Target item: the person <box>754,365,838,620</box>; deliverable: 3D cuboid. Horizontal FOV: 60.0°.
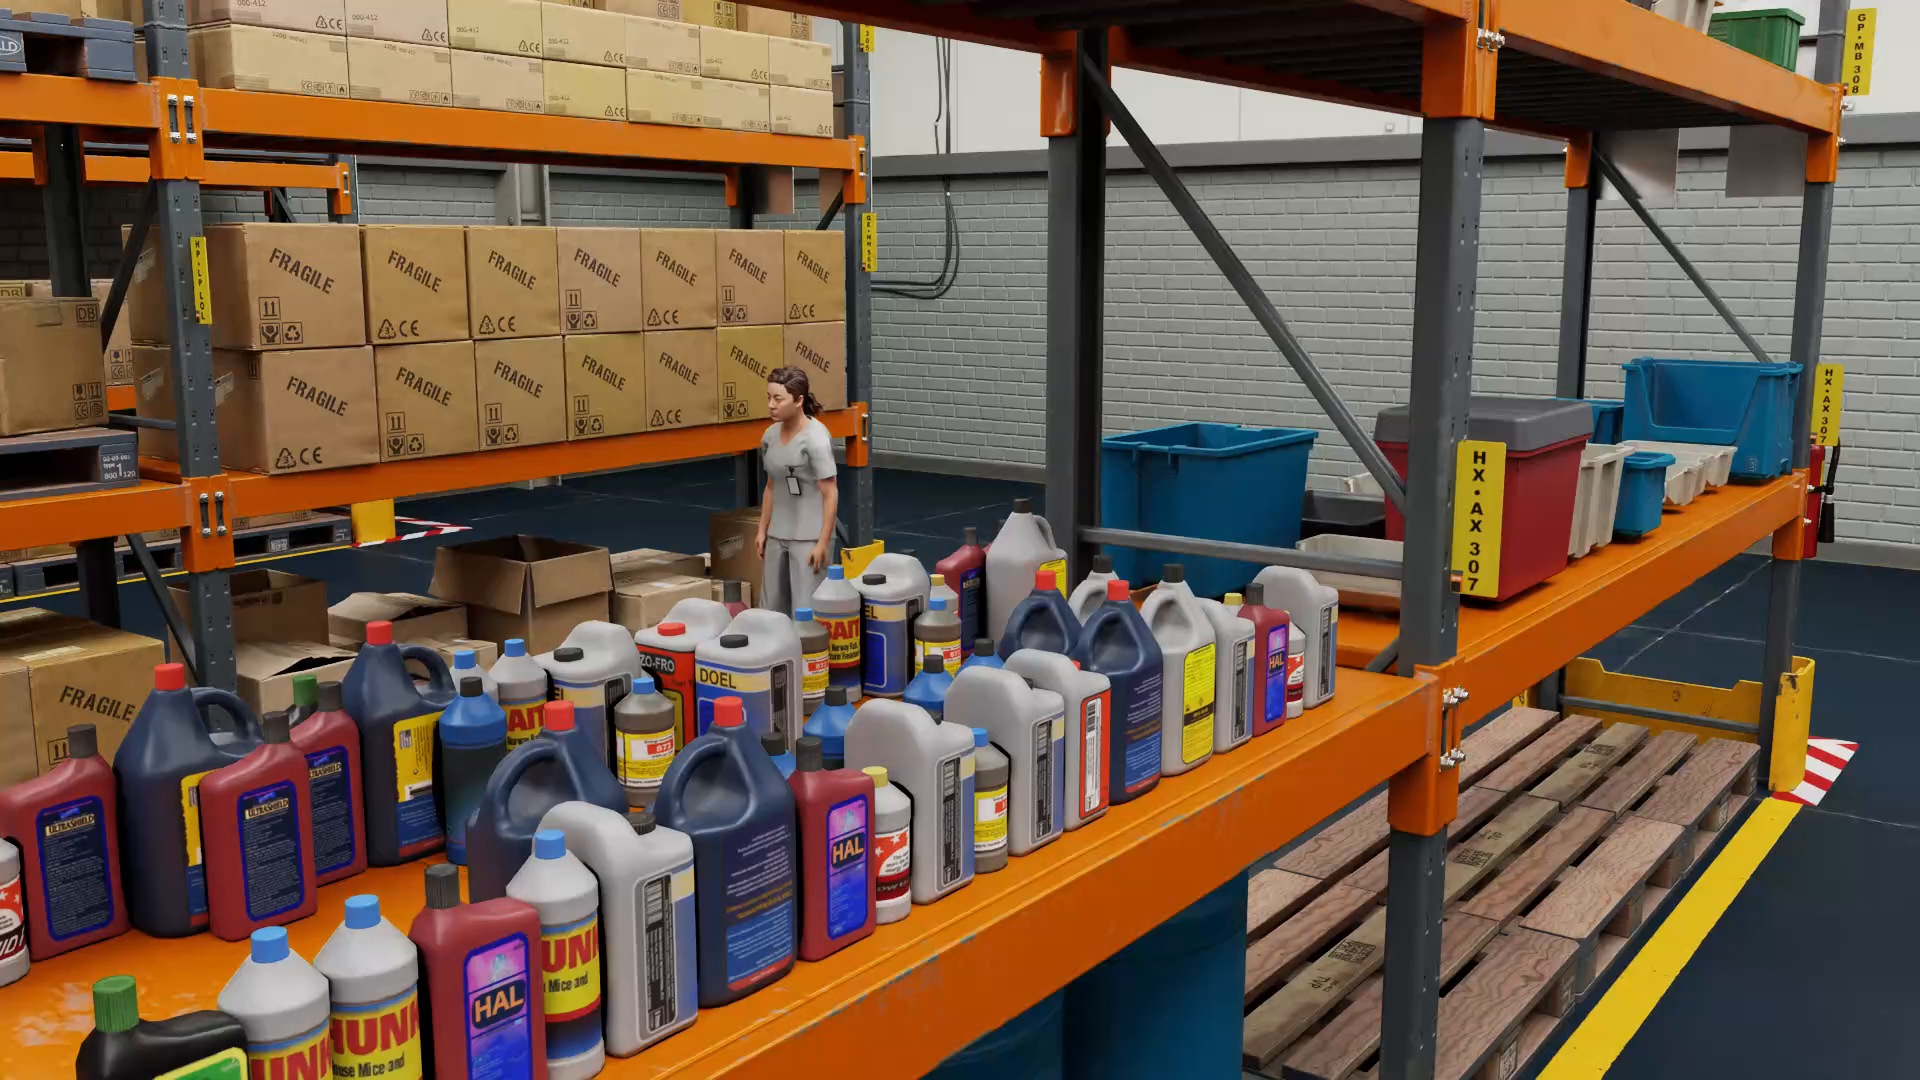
[{"bbox_3d":[-0.777,0.012,7.833,0.488,1.672,0.361,9,13,41],"label":"person"}]
